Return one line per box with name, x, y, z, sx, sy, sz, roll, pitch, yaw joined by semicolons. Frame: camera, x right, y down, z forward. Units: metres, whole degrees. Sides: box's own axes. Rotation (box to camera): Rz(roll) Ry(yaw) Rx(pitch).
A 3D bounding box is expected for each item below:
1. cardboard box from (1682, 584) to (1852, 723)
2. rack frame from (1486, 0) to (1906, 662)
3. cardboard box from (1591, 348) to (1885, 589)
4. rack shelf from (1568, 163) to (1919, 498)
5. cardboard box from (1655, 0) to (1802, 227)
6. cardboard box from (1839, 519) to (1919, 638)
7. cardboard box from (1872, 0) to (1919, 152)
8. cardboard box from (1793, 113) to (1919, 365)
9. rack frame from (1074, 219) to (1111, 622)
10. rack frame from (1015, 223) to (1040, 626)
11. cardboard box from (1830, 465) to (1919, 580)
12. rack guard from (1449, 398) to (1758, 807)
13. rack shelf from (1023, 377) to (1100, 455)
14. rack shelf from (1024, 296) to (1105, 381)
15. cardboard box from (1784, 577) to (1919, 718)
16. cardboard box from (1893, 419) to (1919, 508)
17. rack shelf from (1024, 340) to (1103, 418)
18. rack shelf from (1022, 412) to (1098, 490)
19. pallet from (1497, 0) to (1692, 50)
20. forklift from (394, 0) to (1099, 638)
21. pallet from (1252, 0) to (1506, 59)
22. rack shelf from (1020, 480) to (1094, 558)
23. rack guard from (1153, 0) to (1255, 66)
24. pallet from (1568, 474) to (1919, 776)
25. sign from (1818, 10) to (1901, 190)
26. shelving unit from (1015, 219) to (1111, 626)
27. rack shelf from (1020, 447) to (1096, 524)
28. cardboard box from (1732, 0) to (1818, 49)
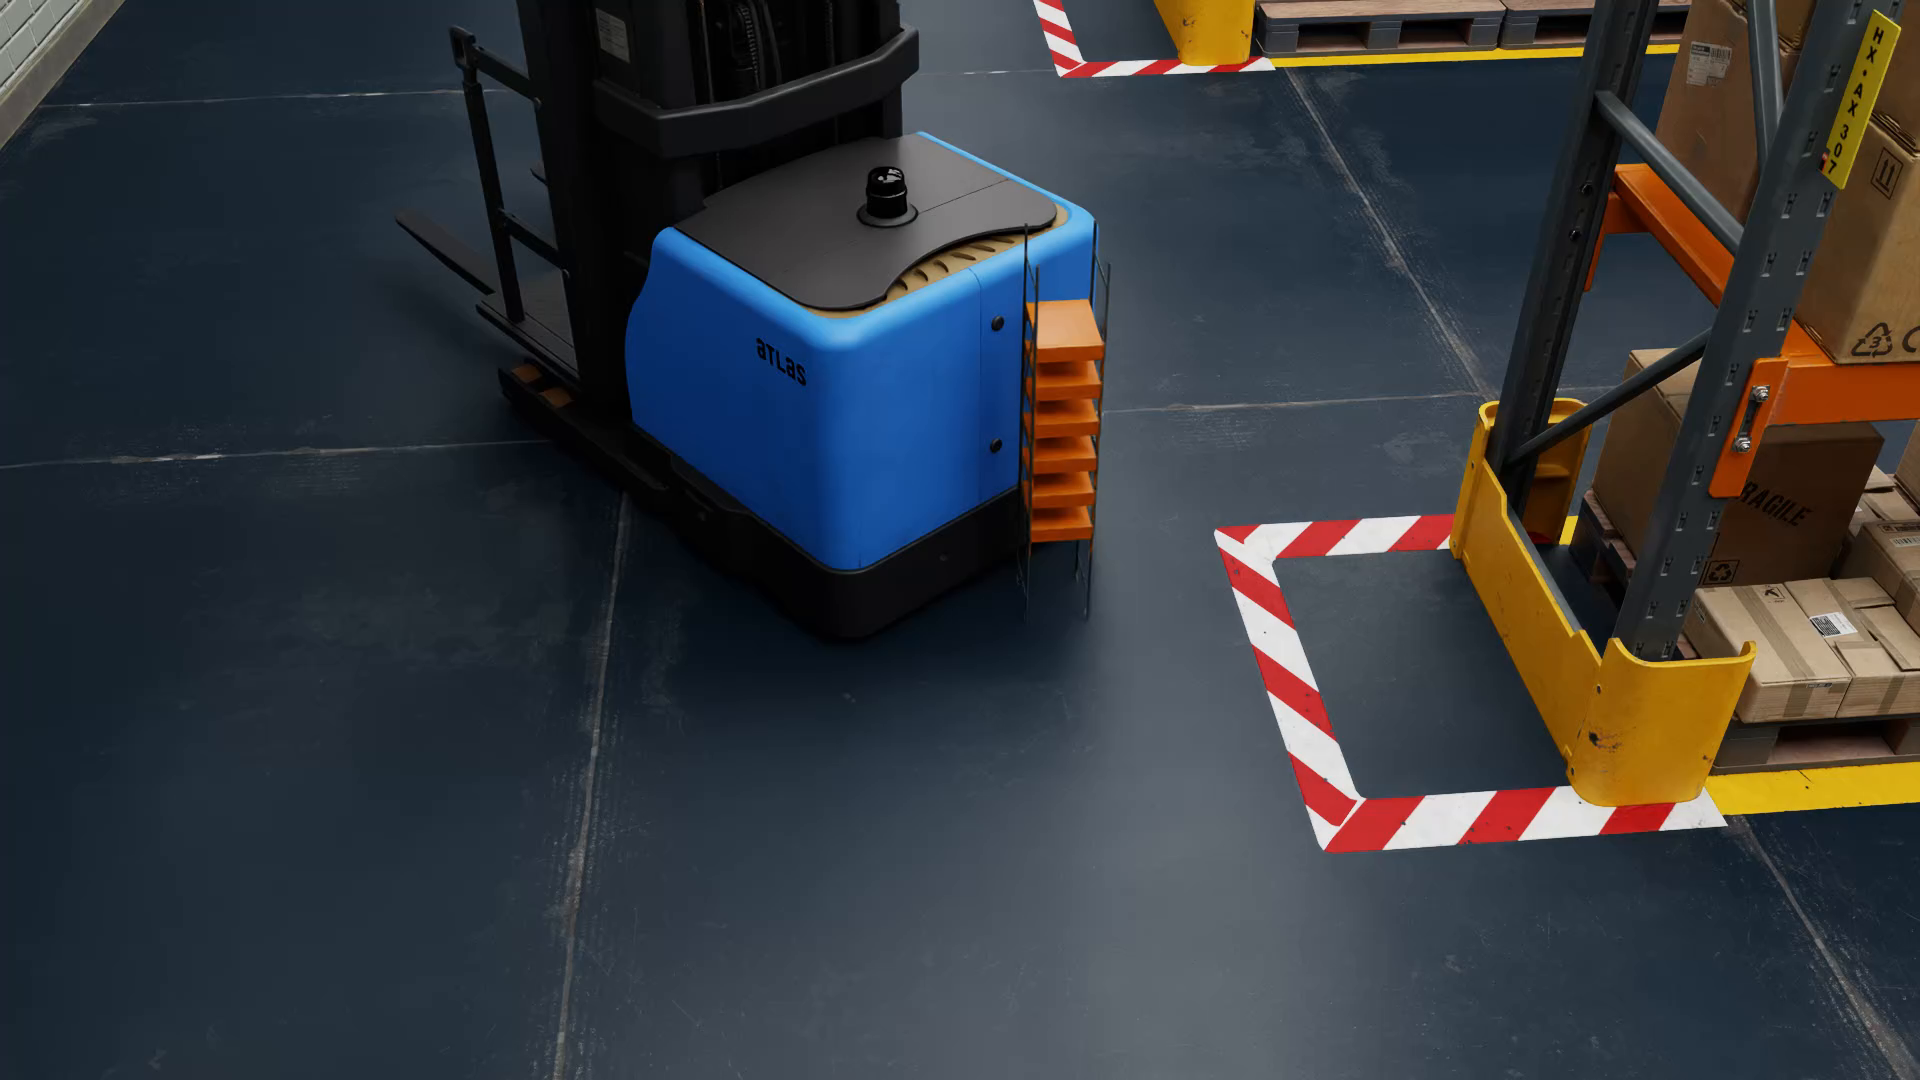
cardboard box;2.126;0.296;4.400;0.250;0.149;0.380;-3;38;-4
rack frame;1.678;-0.839;3.892;0.127;3.000;1.000;-3;38;-4
cardboard box;2.198;-0.213;4.761;0.500;0.500;0.500;-3;38;-4
rack shelf;3.670;-0.667;4.254;4.000;0.370;1.077;-3;38;-4
cardboard box;2.100;-1.071;4.105;0.500;0.500;0.500;-2;38;-3
cardboard box;2.743;0.185;4.459;0.500;0.250;0.500;-3;38;-4
cardboard box;2.144;-1.133;3.376;0.500;0.500;0.500;-2;38;-3
cardboard box;2.144;-0.740;3.686;0.500;0.500;0.500;-2;38;-3
rack frame;0.368;-0.300;4.662;0.006;1.200;0.240;-4;38;-5
rack frame;0.185;-0.289;4.648;0.006;1.200;0.240;-4;38;-5
cardboard box;2.609;-0.048;4.822;0.250;0.166;0.380;-3;38;-4
rack guard;1.754;0.138;4.672;0.348;0.500;1.175;-3;38;-4
rack shelf;0.276;-0.354;4.608;0.180;0.103;0.258;-4;38;-5
rack shelf;0.276;-0.542;4.459;0.180;0.103;0.258;-4;38;-5
cardboard box;2.375;0.275;4.411;0.250;0.166;0.380;-3;38;-4
cardboard box;3.147;-0.148;4.881;0.500;0.250;0.500;-3;38;-4
rack shelf;0.276;-0.448;4.534;0.180;0.103;0.258;-4;38;-5
rack shelf;0.276;-0.260;4.682;0.180;0.103;0.258;-4;38;-5
pallet;3.281;-2.887;8.739;1.213;0.211;1.003;-3;38;-4
forklift;-0.952;-1.698;5.035;1.130;2.935;3.031;-29;47;-32
pallet;2.068;-2.822;8.657;1.213;0.211;1.003;-3;38;-4
rack shelf;0.276;-0.071;4.831;0.180;0.103;0.258;-4;38;-5
rack guard;1.221;-2.905;8.528;0.348;0.500;1.175;-3;38;-4
pallet;2.548;0.207;4.818;1.213;0.211;1.003;-3;38;-4
sign;1.727;-0.845;3.200;0.005;0.325;0.100;-3;38;-4
shelving unit;0.276;-0.295;4.655;0.189;1.200;0.258;-4;38;-5
rack shelf;0.276;-0.166;4.757;0.180;0.103;0.258;-4;38;-5
cardboard box;2.097;-1.465;3.798;0.500;0.500;0.500;-3;38;-4
